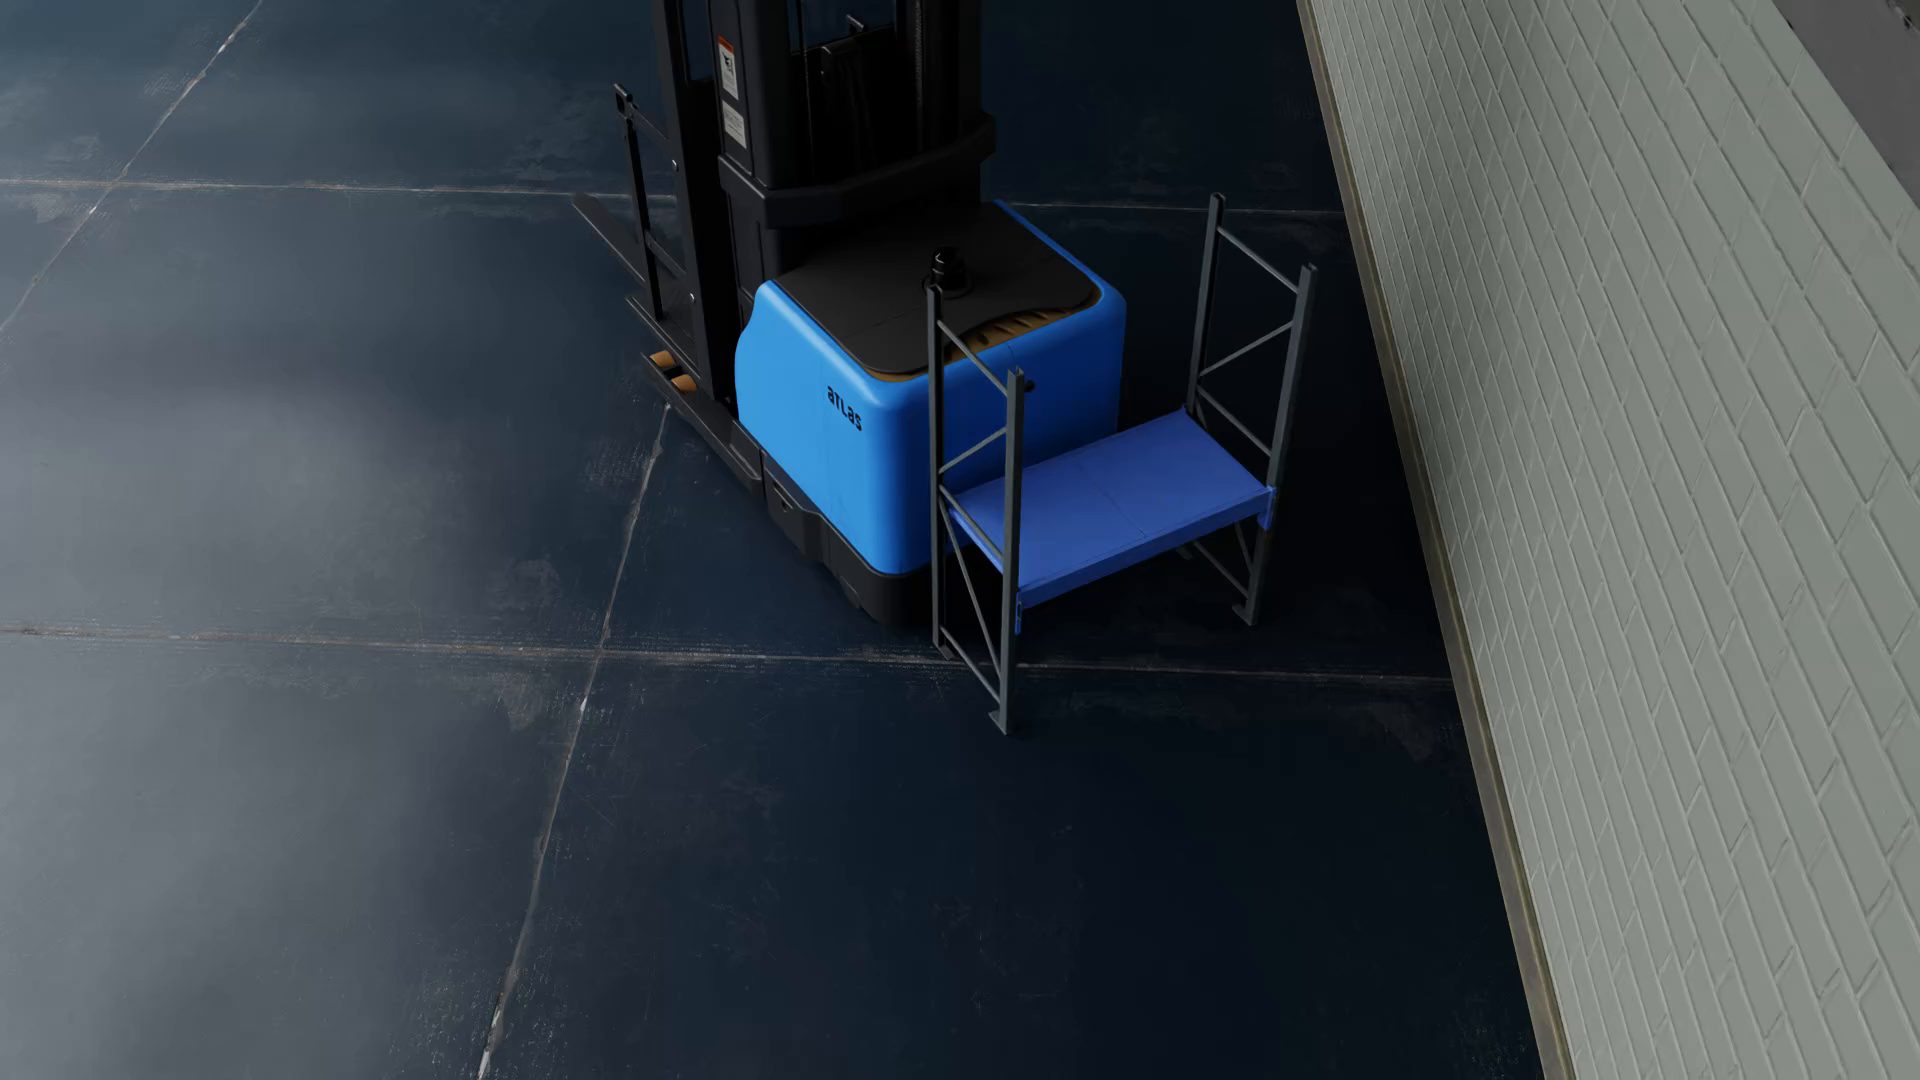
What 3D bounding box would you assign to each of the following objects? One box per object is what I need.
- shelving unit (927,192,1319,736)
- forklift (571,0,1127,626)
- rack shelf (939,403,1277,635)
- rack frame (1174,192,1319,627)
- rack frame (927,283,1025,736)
[{"bbox_3d":[0.482,-0.220,5.386,1.048,1.500,0.538,-21,47,-21],"label":"shelving unit"},{"bbox_3d":[-0.660,-1.745,5.973,1.130,2.935,3.031,-25,48,-24],"label":"forklift"},{"bbox_3d":[0.482,-0.088,5.508,1.000,0.185,0.538,-21,47,-21],"label":"rack shelf"},{"bbox_3d":[0.923,-0.392,5.571,0.032,1.500,0.500,-21,47,-21],"label":"rack frame"},{"bbox_3d":[0.041,-0.047,5.201,0.032,1.500,0.500,-21,47,-21],"label":"rack frame"}]
